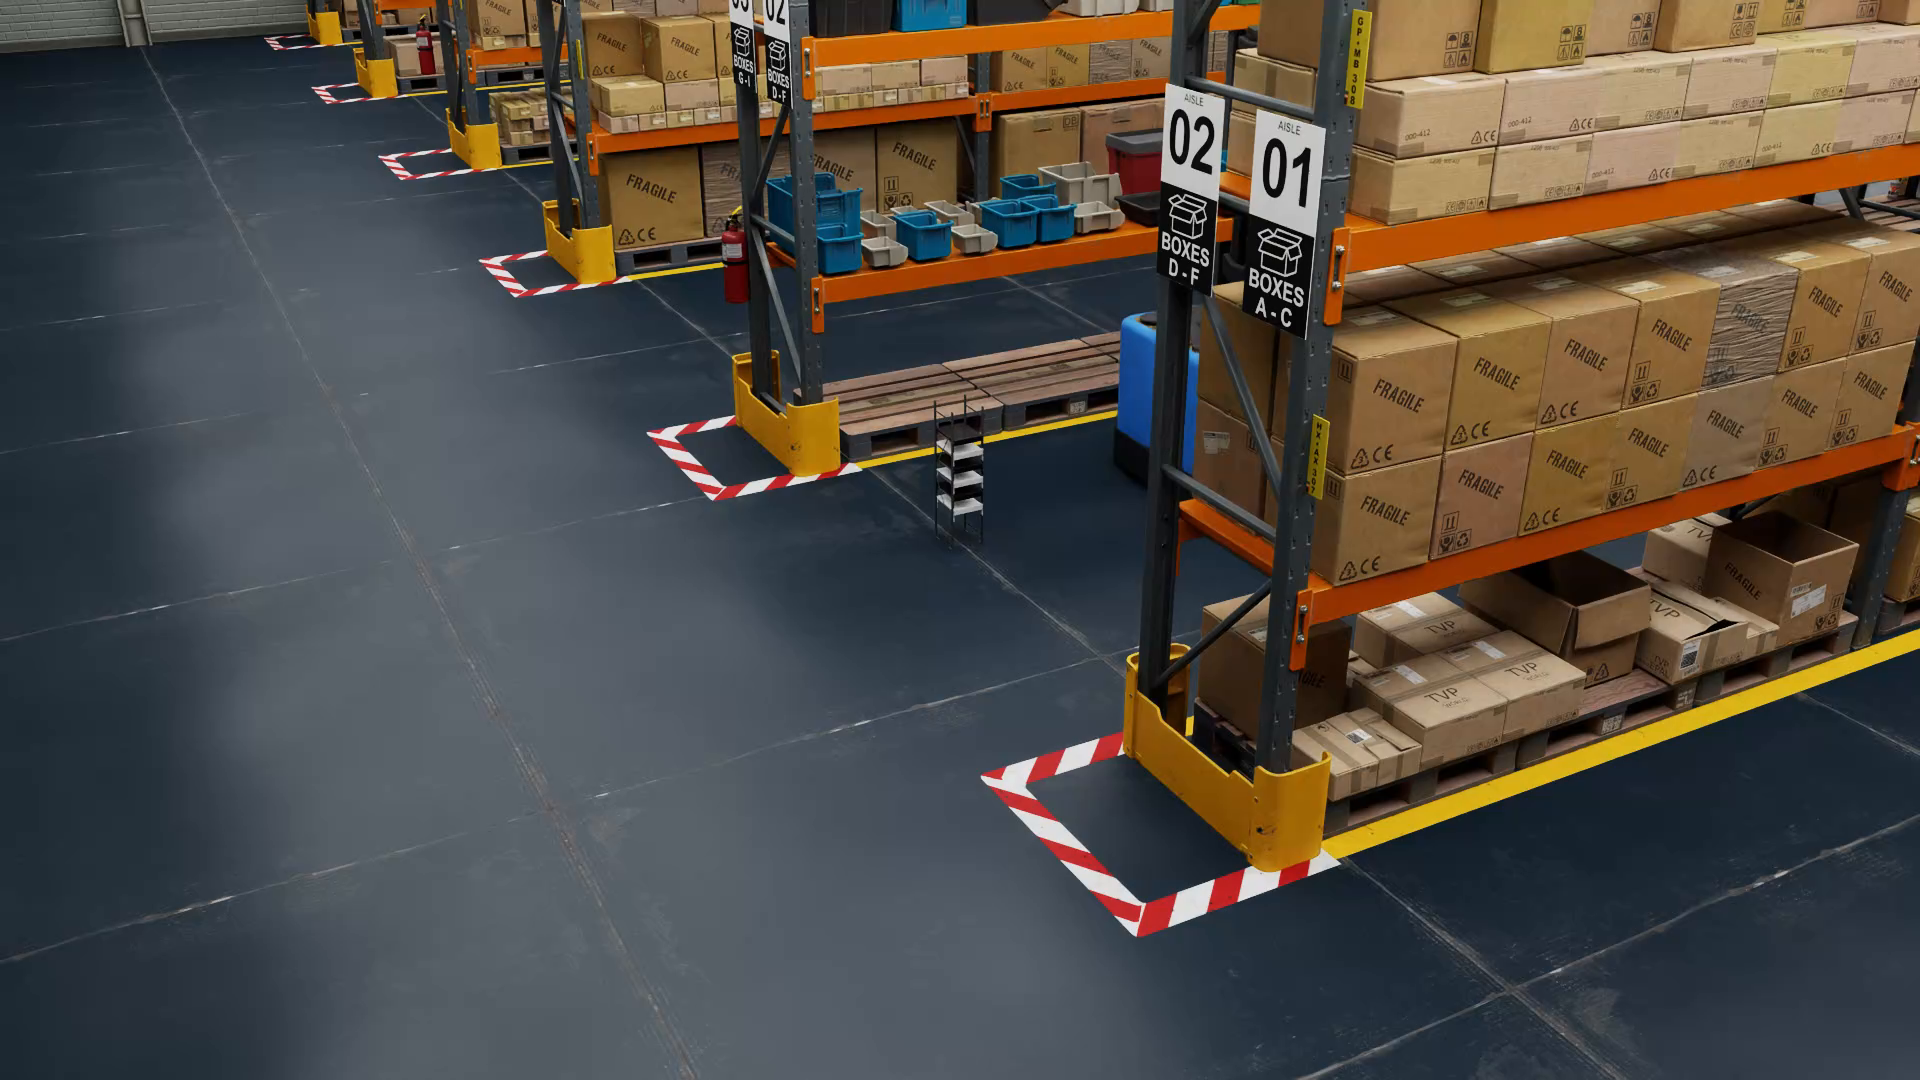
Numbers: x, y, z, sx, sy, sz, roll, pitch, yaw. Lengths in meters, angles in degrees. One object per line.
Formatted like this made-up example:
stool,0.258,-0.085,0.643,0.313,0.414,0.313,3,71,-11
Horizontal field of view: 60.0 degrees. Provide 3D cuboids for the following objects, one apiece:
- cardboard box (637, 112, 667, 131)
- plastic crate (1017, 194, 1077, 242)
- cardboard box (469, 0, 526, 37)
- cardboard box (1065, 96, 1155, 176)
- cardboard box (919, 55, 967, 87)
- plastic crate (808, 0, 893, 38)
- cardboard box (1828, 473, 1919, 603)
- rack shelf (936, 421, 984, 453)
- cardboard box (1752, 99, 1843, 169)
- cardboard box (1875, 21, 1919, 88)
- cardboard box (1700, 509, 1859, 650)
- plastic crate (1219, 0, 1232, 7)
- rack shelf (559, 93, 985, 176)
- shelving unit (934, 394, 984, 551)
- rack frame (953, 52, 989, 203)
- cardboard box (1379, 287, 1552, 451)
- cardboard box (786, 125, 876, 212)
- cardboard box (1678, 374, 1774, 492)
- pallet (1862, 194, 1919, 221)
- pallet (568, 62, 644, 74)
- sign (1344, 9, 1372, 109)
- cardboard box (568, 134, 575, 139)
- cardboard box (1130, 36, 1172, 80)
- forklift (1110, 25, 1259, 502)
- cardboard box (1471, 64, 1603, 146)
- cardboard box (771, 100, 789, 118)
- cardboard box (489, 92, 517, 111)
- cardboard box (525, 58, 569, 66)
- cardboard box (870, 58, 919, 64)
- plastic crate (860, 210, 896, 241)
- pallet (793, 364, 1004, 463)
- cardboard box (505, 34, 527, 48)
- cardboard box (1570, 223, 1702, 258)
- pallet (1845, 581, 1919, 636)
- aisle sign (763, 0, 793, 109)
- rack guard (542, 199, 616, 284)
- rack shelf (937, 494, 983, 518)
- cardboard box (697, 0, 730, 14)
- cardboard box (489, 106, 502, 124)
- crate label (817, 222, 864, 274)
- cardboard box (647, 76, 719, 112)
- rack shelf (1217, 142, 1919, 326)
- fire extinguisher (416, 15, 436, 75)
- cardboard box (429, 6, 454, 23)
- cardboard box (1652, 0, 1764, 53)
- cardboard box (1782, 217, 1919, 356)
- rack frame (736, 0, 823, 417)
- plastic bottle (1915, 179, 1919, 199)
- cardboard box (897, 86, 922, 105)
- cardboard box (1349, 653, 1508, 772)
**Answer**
cardboard box,-2.834,-3.807,15.005,0.250,0.149,0.380,-13,29,-26
plastic crate,0.602,-2.236,11.565,0.300,0.233,0.416,-13,29,-25
cardboard box,-5.247,-6.002,18.825,0.500,0.500,0.500,-12,28,-23
cardboard box,1.344,-4.288,17.685,0.875,0.875,1.225,-14,29,-27
cardboard box,-0.265,-4.613,16.221,0.500,0.250,0.500,-14,29,-26
plastic crate,-0.727,-3.295,10.333,0.590,0.269,0.497,-13,29,-25
cardboard box,5.201,-0.029,9.225,0.500,0.500,0.500,-14,29,-27
rack shelf,-0.007,-0.617,9.949,0.200,0.077,0.258,-13,29,-25
cardboard box,3.472,-1.833,7.311,0.500,0.250,0.500,-13,29,-25
cardboard box,4.358,-2.260,7.621,0.500,0.250,0.500,-13,29,-25
cardboard box,4.290,0.201,8.746,0.500,0.500,0.500,-13,29,-25
plastic crate,1.679,-3.814,11.456,0.300,0.233,0.416,-13,29,-25
rack shelf,-1.764,-4.005,15.957,4.000,0.370,1.077,-13,29,-25
shelving unit,-0.007,-0.404,10.052,0.210,0.900,0.258,-13,29,-25
rack frame,0.001,-4.736,16.649,0.127,3.000,1.000,-13,29,-25
cardboard box,2.103,-0.732,7.039,0.500,0.500,0.500,-13,28,-25
cardboard box,-1.413,-3.681,16.420,0.875,0.875,0.875,-13,29,-25
cardboard box,3.433,-0.587,7.890,0.500,0.500,0.500,-12,28,-24
pallet,10.003,-3.338,16.958,1.213,0.211,1.003,-13,29,-25
pallet,-5.370,-7.139,24.875,1.213,0.211,1.003,-13,29,-25
sign,1.385,-1.677,5.801,0.005,0.325,0.100,-13,29,-25
cardboard box,-4.752,-4.863,19.721,0.250,0.149,0.380,-13,28,-25
cardboard box,1.863,-5.091,17.273,0.500,0.500,0.500,-12,28,-24
forklift,2.566,-1.896,10.812,3.031,2.935,1.130,-12,28,-23
cardboard box,2.150,-1.752,6.563,0.500,0.250,0.500,-13,29,-25
cardboard box,-1.703,-4.068,15.548,0.250,0.149,0.380,-14,29,-26
cardboard box,-5.425,-5.213,19.764,0.250,0.149,0.380,-13,28,-25
cardboard box,-6.056,-7.286,24.434,0.875,0.438,0.875,-14,29,-27
cardboard box,-0.723,-4.845,15.838,0.500,0.500,0.500,-13,28,-25
plastic crate,-0.563,-2.173,11.547,0.243,0.136,0.396,-13,29,-25
pallet,-0.452,-0.926,11.935,1.213,0.211,1.003,-13,29,-25
cardboard box,-5.128,-5.732,19.013,0.250,0.149,0.380,-12,28,-23
cardboard box,3.202,-1.250,8.117,0.500,0.500,0.500,-14,29,-27
pallet,5.359,0.125,9.746,1.213,0.211,1.003,-13,29,-25
aisle sign,-1.121,-3.074,10.183,0.004,0.787,0.394,-13,29,-25
rack guard,-3.550,-2.790,15.483,0.348,0.500,1.175,-13,29,-25
rack shelf,-0.007,-0.212,10.144,0.200,0.077,0.258,-13,29,-25
cardboard box,-2.996,-6.519,19.902,0.500,0.500,0.500,-14,29,-26
cardboard box,-5.442,-5.091,19.853,0.250,0.149,0.380,-14,29,-26
crate label,-0.825,-1.906,10.879,0.303,0.233,0.416,-13,29,-25
cardboard box,-2.522,-4.091,15.135,0.500,0.250,0.500,-13,29,-26
rack shelf,2.895,-1.573,7.426,4.000,0.370,1.077,-13,29,-25
fire extinguisher,-6.213,-5.758,19.298,0.183,0.674,0.296,-13,29,-25
cardboard box,-8.660,-8.981,27.892,0.500,0.500,0.500,-12,28,-24
cardboard box,2.932,-2.375,6.994,0.500,0.500,0.700,-13,29,-25
cardboard box,4.335,-1.246,8.109,0.500,0.500,0.500,-13,28,-25
rack frame,-1.198,-2.030,11.013,0.127,3.000,1.000,-13,29,-25
plastic bottle,9.891,-3.664,16.969,0.185,0.351,0.144,-13,29,-25
cardboard box,-0.567,-4.331,16.096,0.250,0.149,0.380,-14,29,-26
cardboard box,2.184,0.799,7.788,0.500,0.250,0.500,-13,29,-25
